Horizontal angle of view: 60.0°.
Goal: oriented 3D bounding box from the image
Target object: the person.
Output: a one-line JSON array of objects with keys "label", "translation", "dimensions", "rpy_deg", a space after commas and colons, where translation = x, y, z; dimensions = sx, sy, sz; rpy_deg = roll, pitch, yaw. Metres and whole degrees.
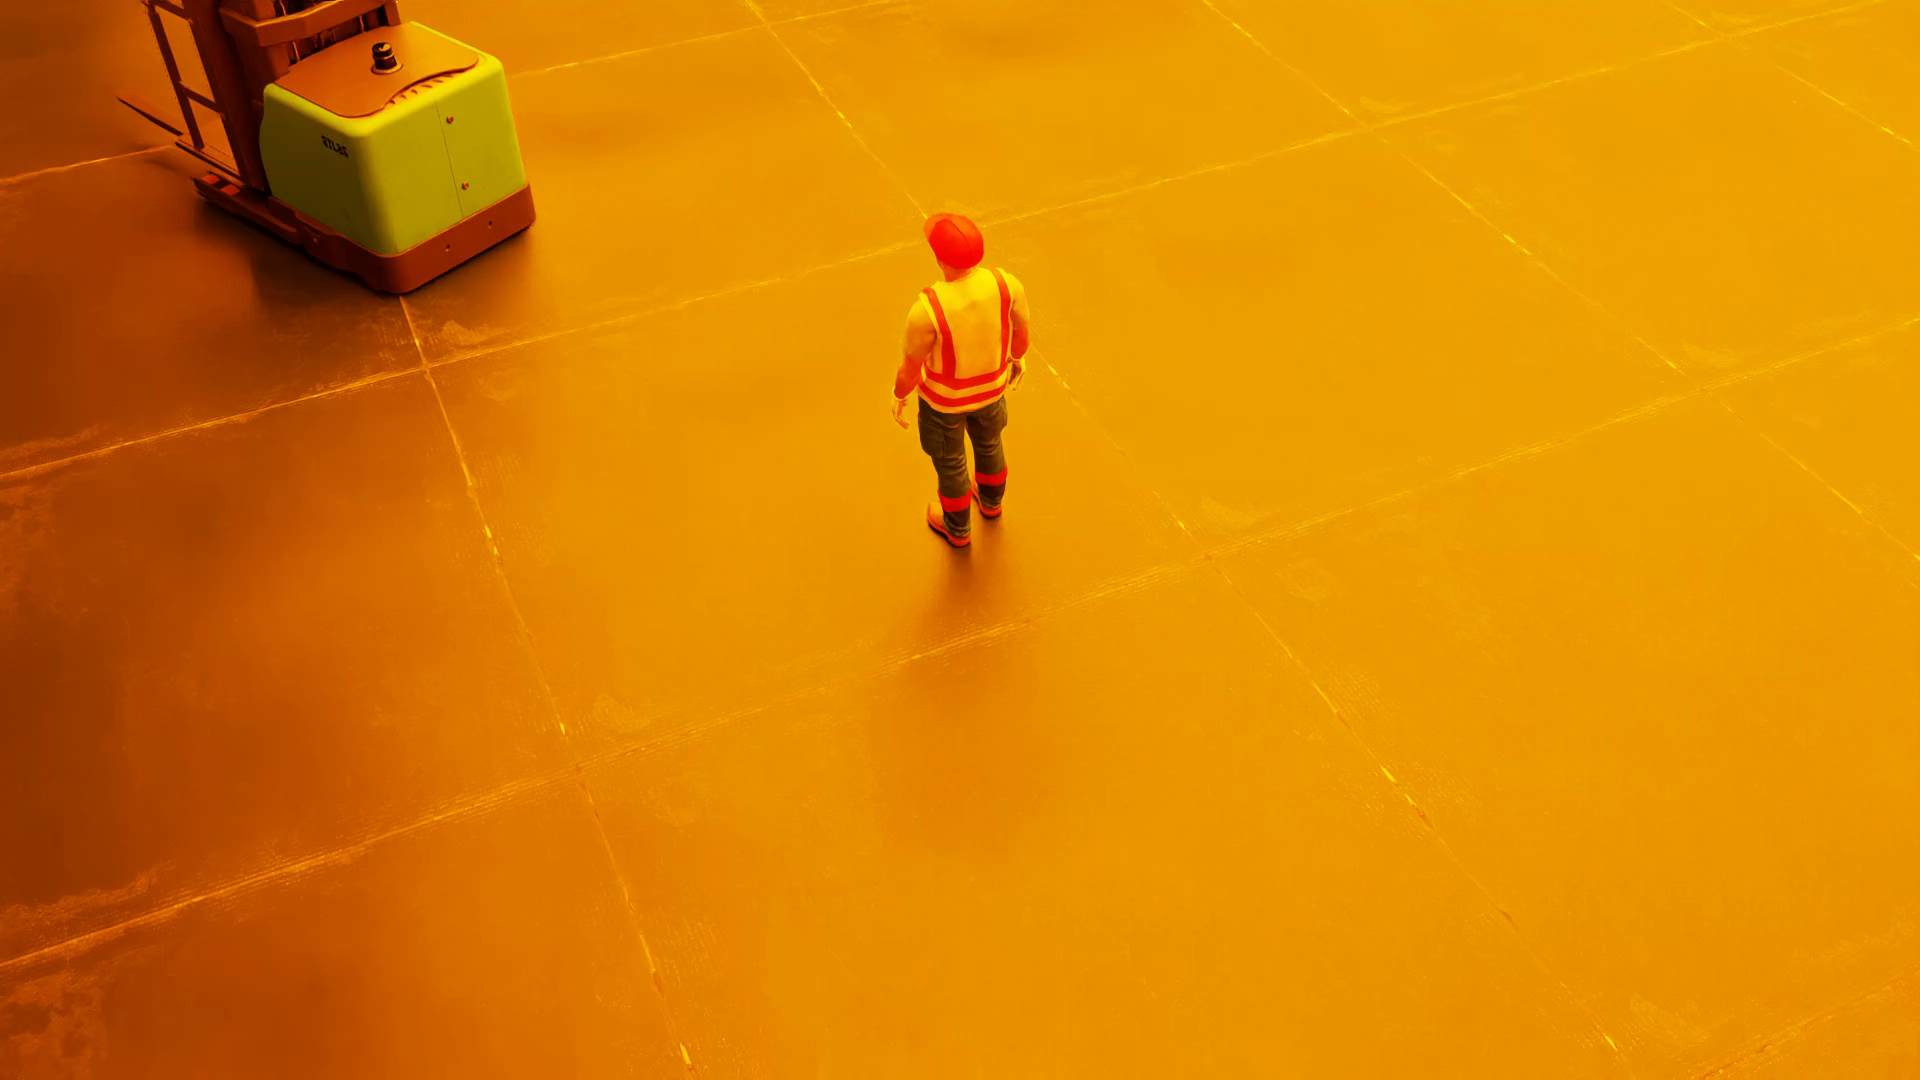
[{"label": "person", "translation": [-0.023, -0.713, 7.270], "dimensions": [0.637, 1.790, 0.562], "rpy_deg": [-18, 46, -18]}]

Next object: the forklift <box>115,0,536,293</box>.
[{"label": "forklift", "translation": [-3.954, -3.270, 9.184], "dimensions": [3.031, 2.935, 1.130], "rpy_deg": [28, 50, 27]}]
